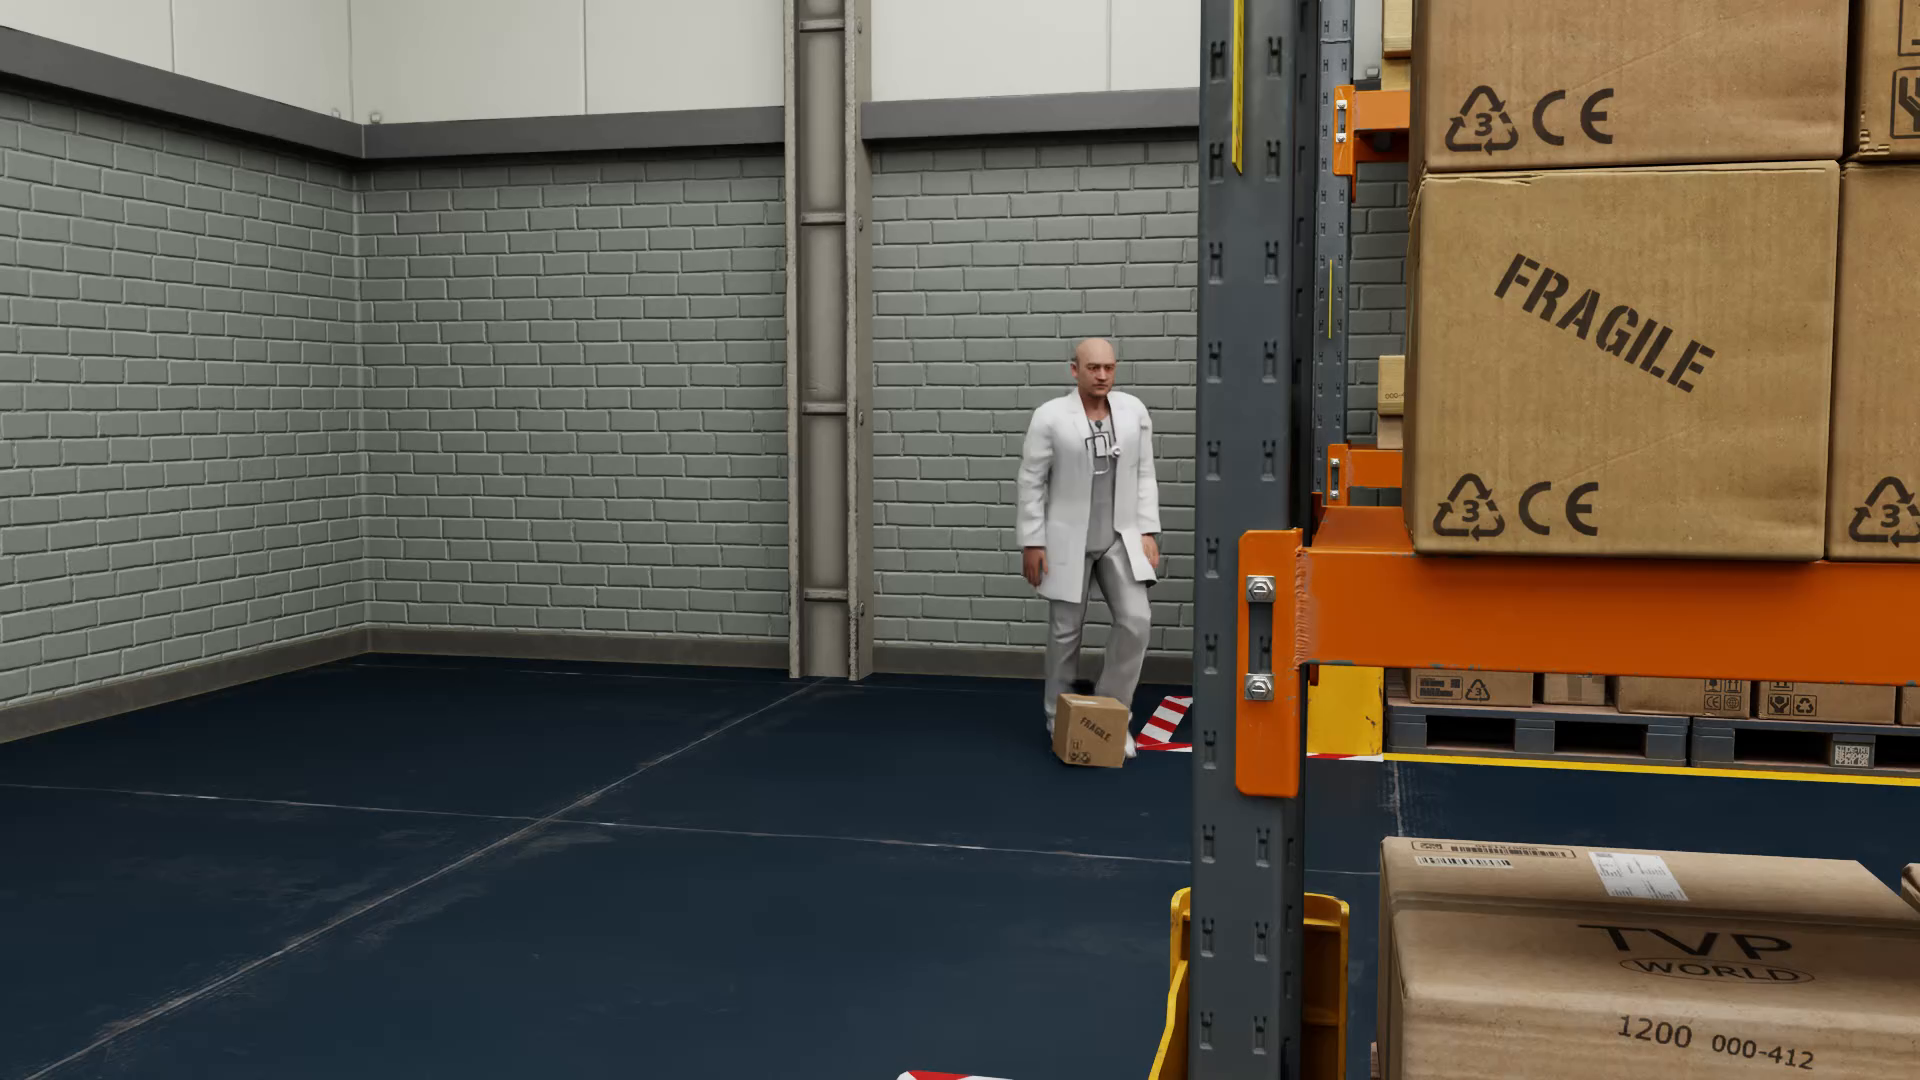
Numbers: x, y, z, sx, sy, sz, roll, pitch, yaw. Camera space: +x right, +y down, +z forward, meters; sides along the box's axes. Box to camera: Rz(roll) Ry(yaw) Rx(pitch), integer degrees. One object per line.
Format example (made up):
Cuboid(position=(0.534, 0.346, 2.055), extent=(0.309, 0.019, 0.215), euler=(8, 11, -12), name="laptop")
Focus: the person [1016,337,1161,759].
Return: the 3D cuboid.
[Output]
Cuboid(position=(0.542, 0.023, 7.181), extent=(0.634, 1.772, 0.606), euler=(-1, 5, -11), name="person")
